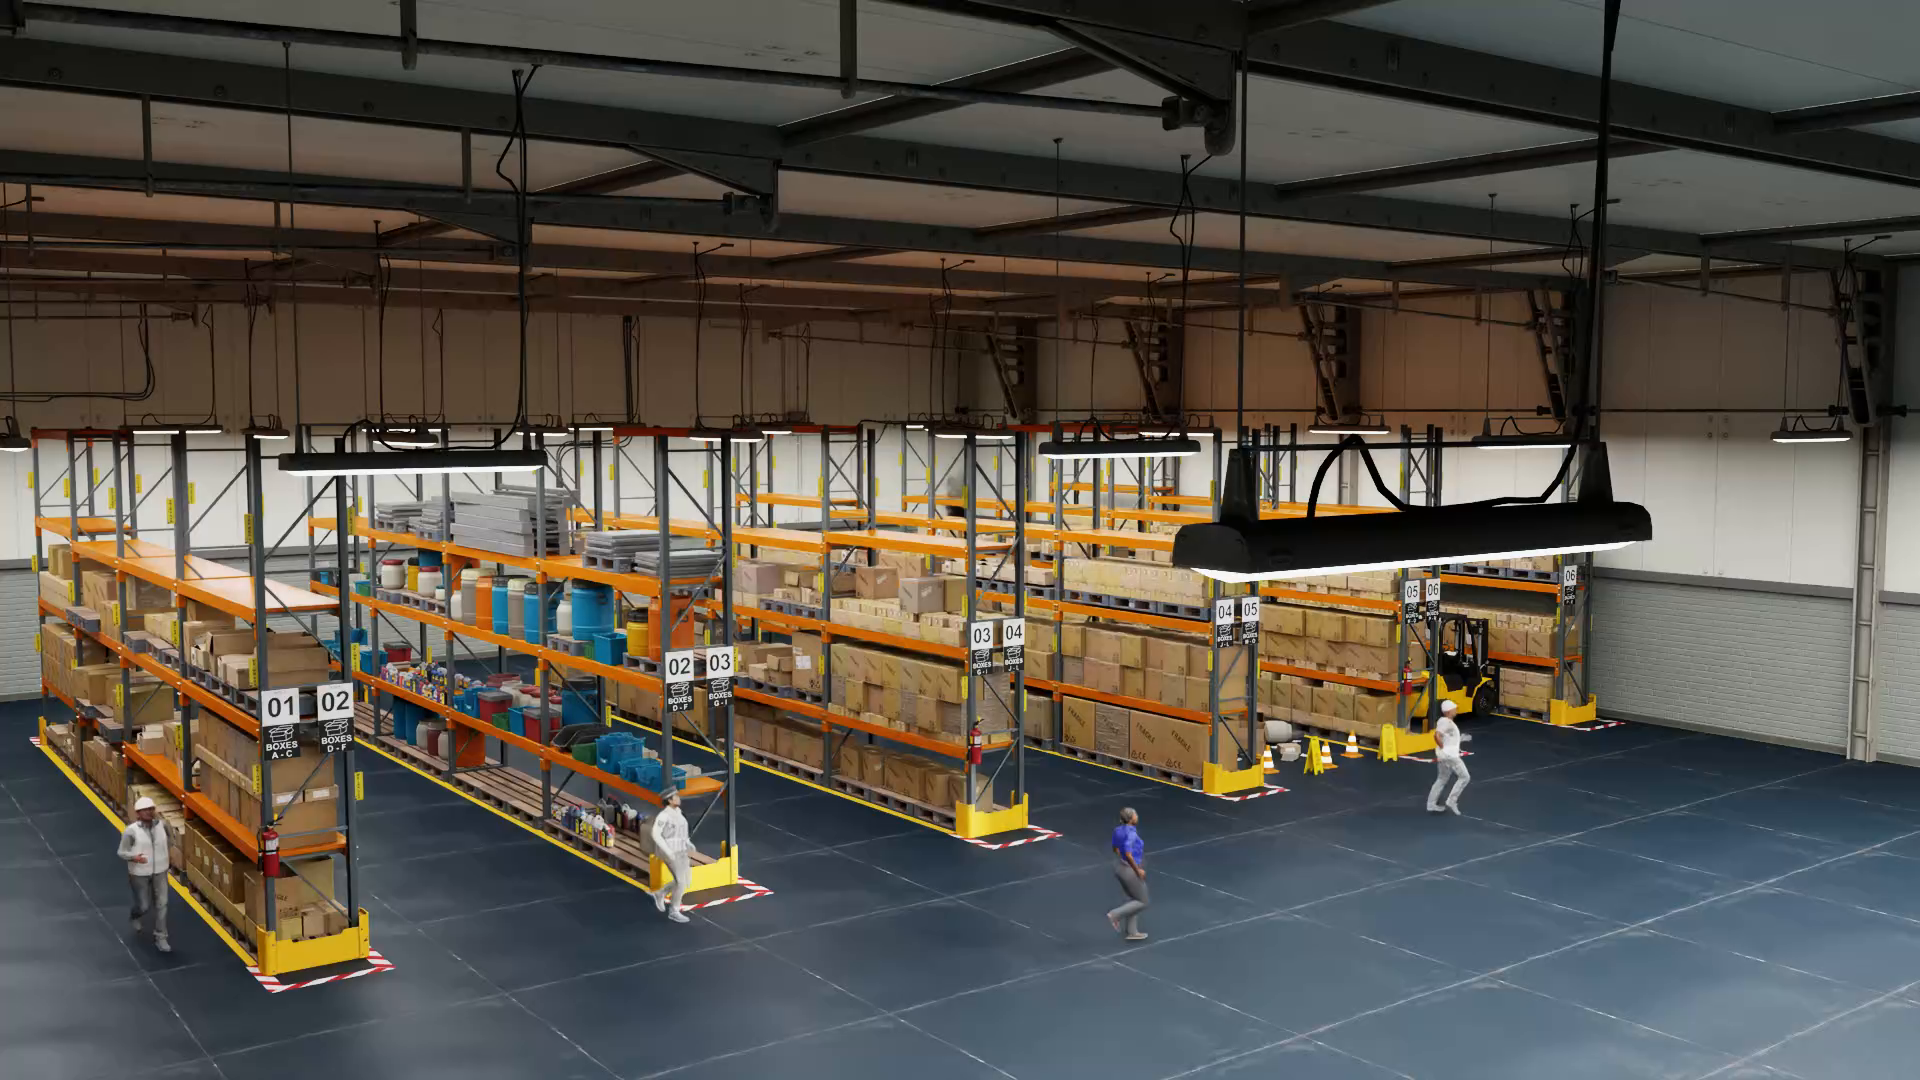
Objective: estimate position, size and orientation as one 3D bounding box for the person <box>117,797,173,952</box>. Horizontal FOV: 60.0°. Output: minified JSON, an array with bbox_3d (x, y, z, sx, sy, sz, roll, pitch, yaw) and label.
[{"bbox_3d":[-9.561,3.903,19.594,0.661,1.770,0.935,-4,6,-44],"label":"person"}]

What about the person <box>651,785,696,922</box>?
[{"bbox_3d":[-3.573,3.893,20.727,0.532,1.662,0.665,2,5,19],"label":"person"}]

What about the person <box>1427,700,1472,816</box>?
[{"bbox_3d":[7.664,3.401,25.997,0.688,1.798,0.668,0,4,1],"label":"person"}]

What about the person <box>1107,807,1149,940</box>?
[{"bbox_3d":[1.984,3.973,19.789,0.575,1.608,0.591,-2,5,-21],"label":"person"}]
